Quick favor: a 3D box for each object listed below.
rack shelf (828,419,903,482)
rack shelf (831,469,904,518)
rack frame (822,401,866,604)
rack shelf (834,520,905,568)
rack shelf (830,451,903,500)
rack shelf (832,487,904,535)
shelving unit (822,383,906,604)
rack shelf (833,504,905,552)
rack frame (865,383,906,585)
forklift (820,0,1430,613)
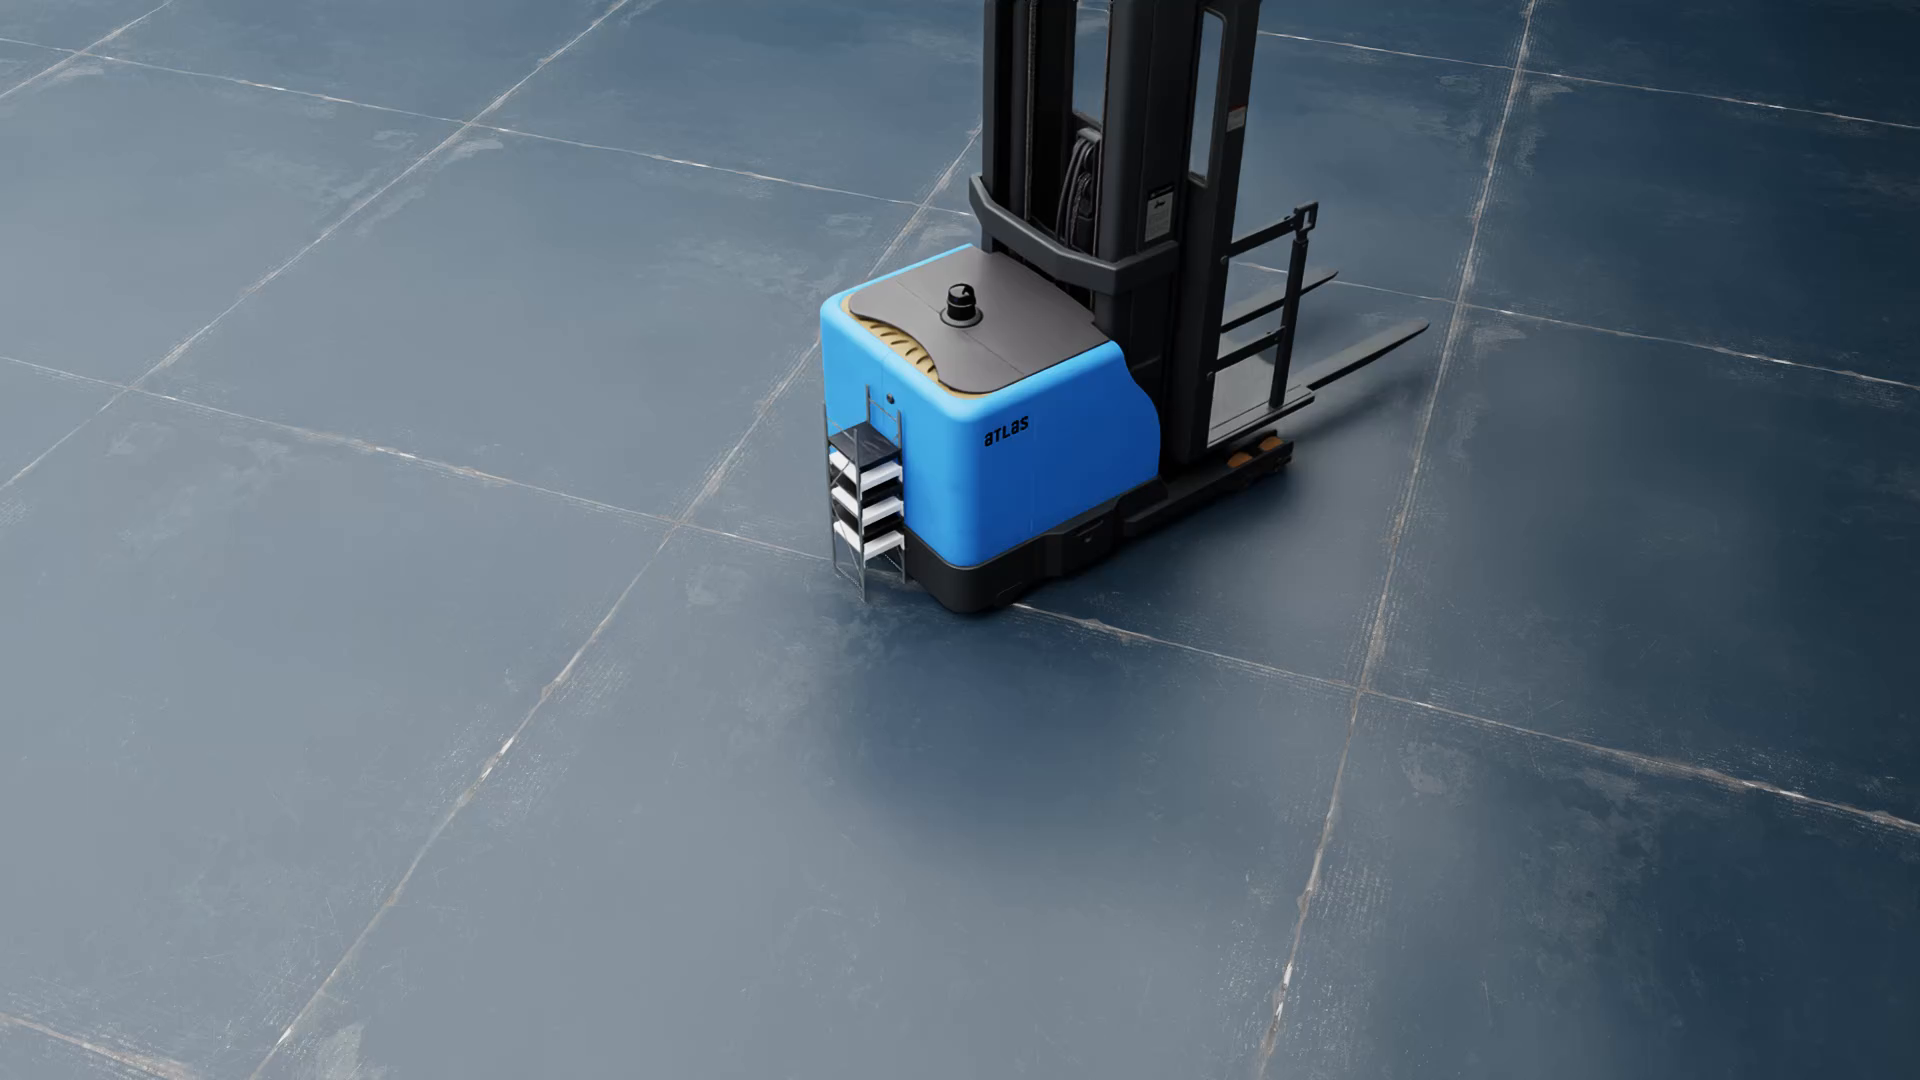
[{"bbox_3d":[-0.383,-0.357,6.610,0.200,0.077,0.258,-26,47,-27],"label":"rack shelf"},{"bbox_3d":[-0.383,-0.220,6.727,0.200,0.077,0.258,-26,47,-27],"label":"rack shelf"},{"bbox_3d":[-0.465,-0.137,6.717,0.006,0.900,0.240,-26,47,-27],"label":"rack frame"},{"bbox_3d":[-0.383,-0.014,6.902,0.200,0.077,0.258,-26,47,-27],"label":"rack shelf"},{"bbox_3d":[-0.383,-0.288,6.669,0.200,0.077,0.258,-26,47,-27],"label":"rack shelf"},{"bbox_3d":[-0.383,-0.151,6.785,0.200,0.077,0.258,-26,47,-27],"label":"rack shelf"},{"bbox_3d":[-0.383,-0.177,6.764,0.210,0.900,0.258,-26,47,-27],"label":"shelving unit"},{"bbox_3d":[-0.383,-0.083,6.844,0.200,0.077,0.258,-26,47,-27],"label":"rack shelf"},{"bbox_3d":[-0.302,-0.216,6.810,0.006,0.900,0.240,-26,47,-27],"label":"rack frame"},{"bbox_3d":[0.899,-1.596,6.862,3.031,2.935,1.130,-26,47,-27],"label":"forklift"}]
